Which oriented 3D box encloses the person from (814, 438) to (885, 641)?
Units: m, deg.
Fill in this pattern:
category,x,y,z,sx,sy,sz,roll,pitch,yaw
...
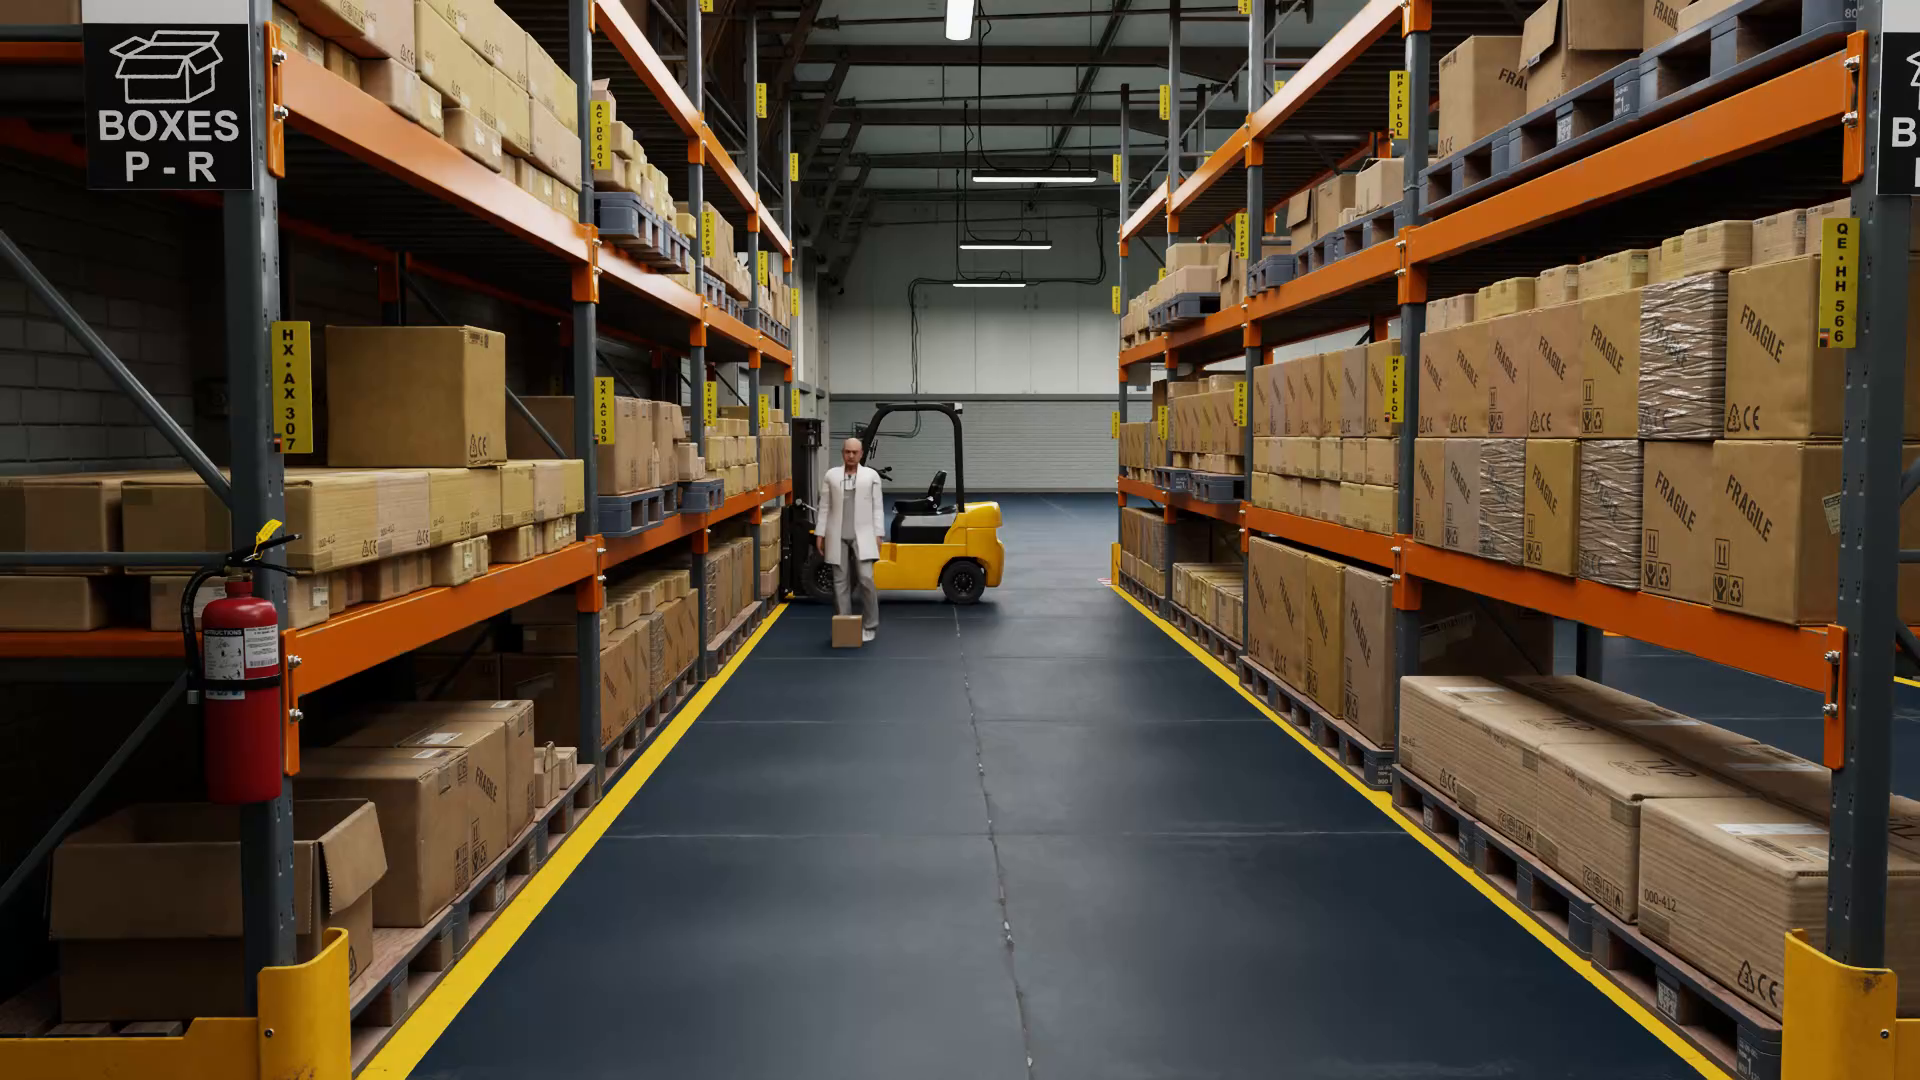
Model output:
category,x,y,z,sx,sy,sz,roll,pitch,yaw
person,-0.993,0.015,14.781,0.634,1.839,0.393,0,4,5
